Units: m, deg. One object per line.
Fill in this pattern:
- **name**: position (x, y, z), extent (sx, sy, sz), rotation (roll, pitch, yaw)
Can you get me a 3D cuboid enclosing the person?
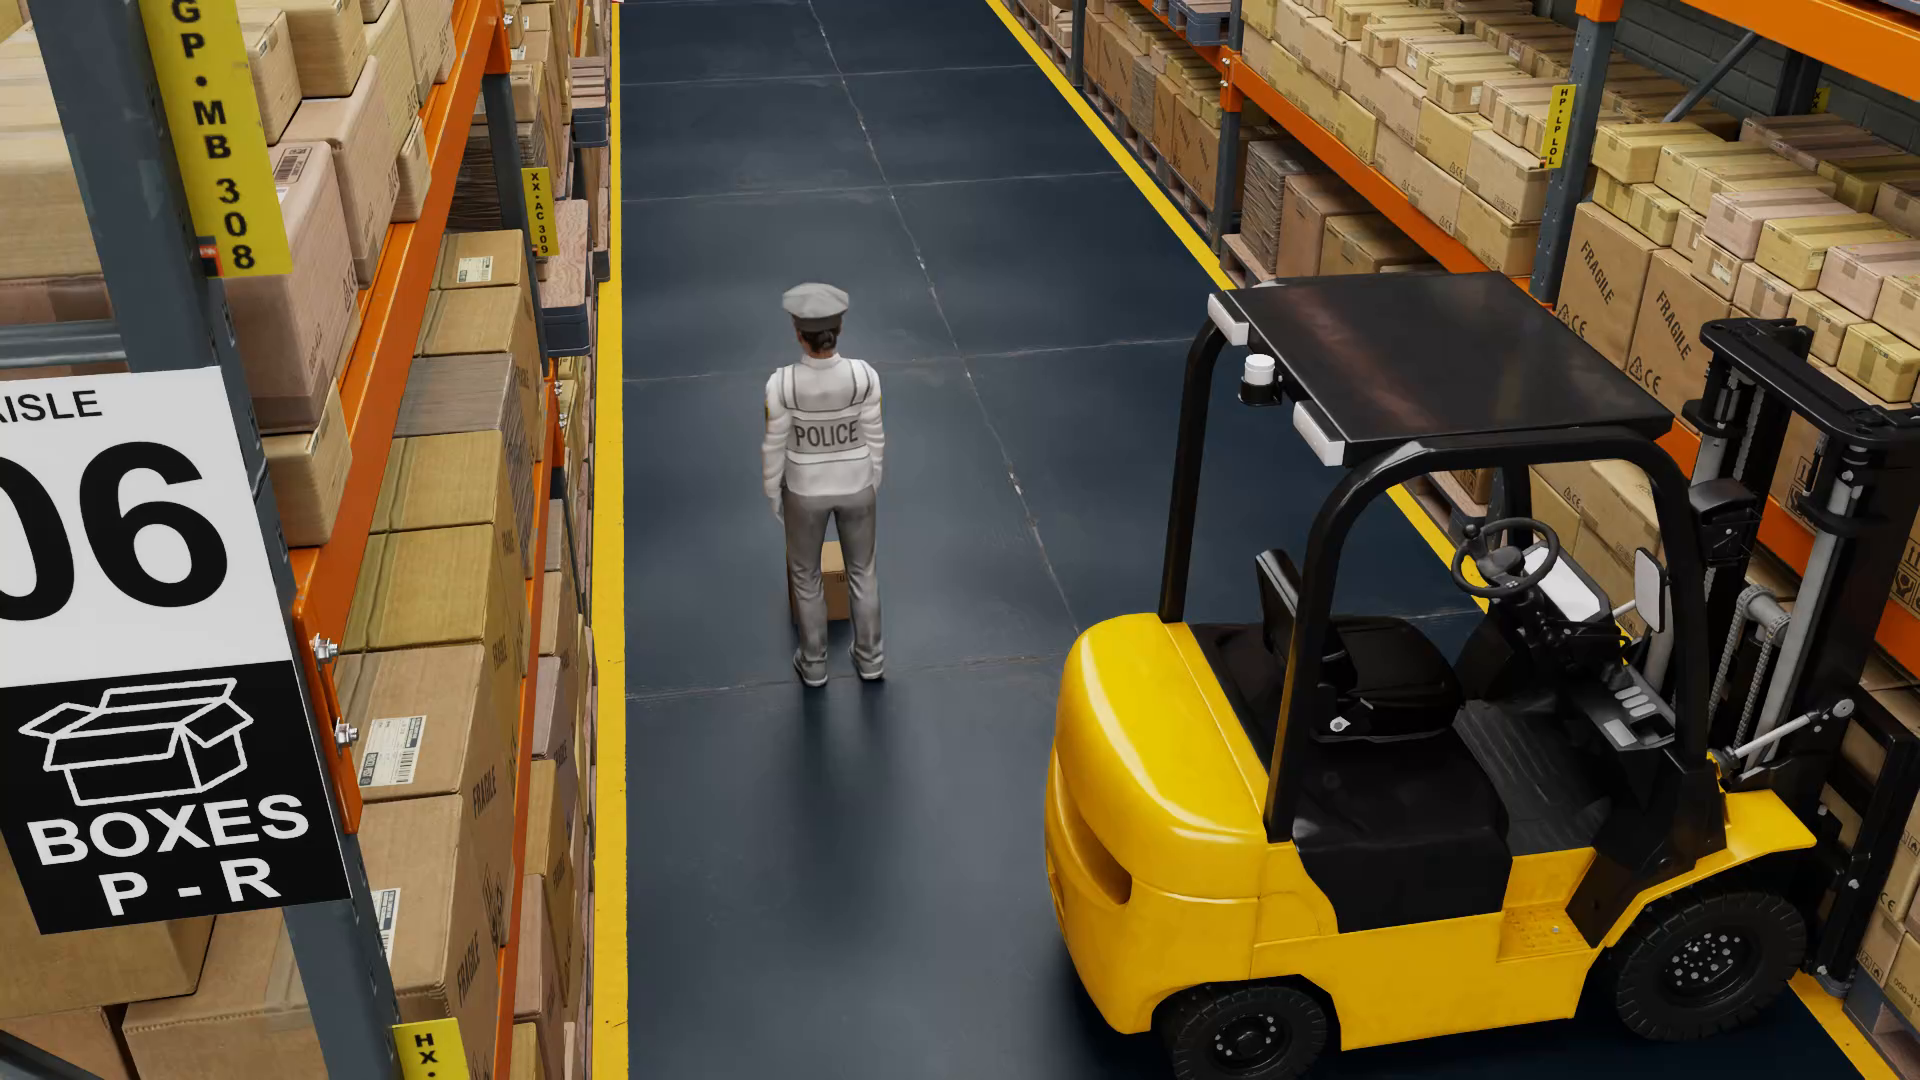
- **person**: position (-0.526, -0.185, 6.451), extent (0.469, 1.669, 0.328), rotation (-7, 32, -11)
